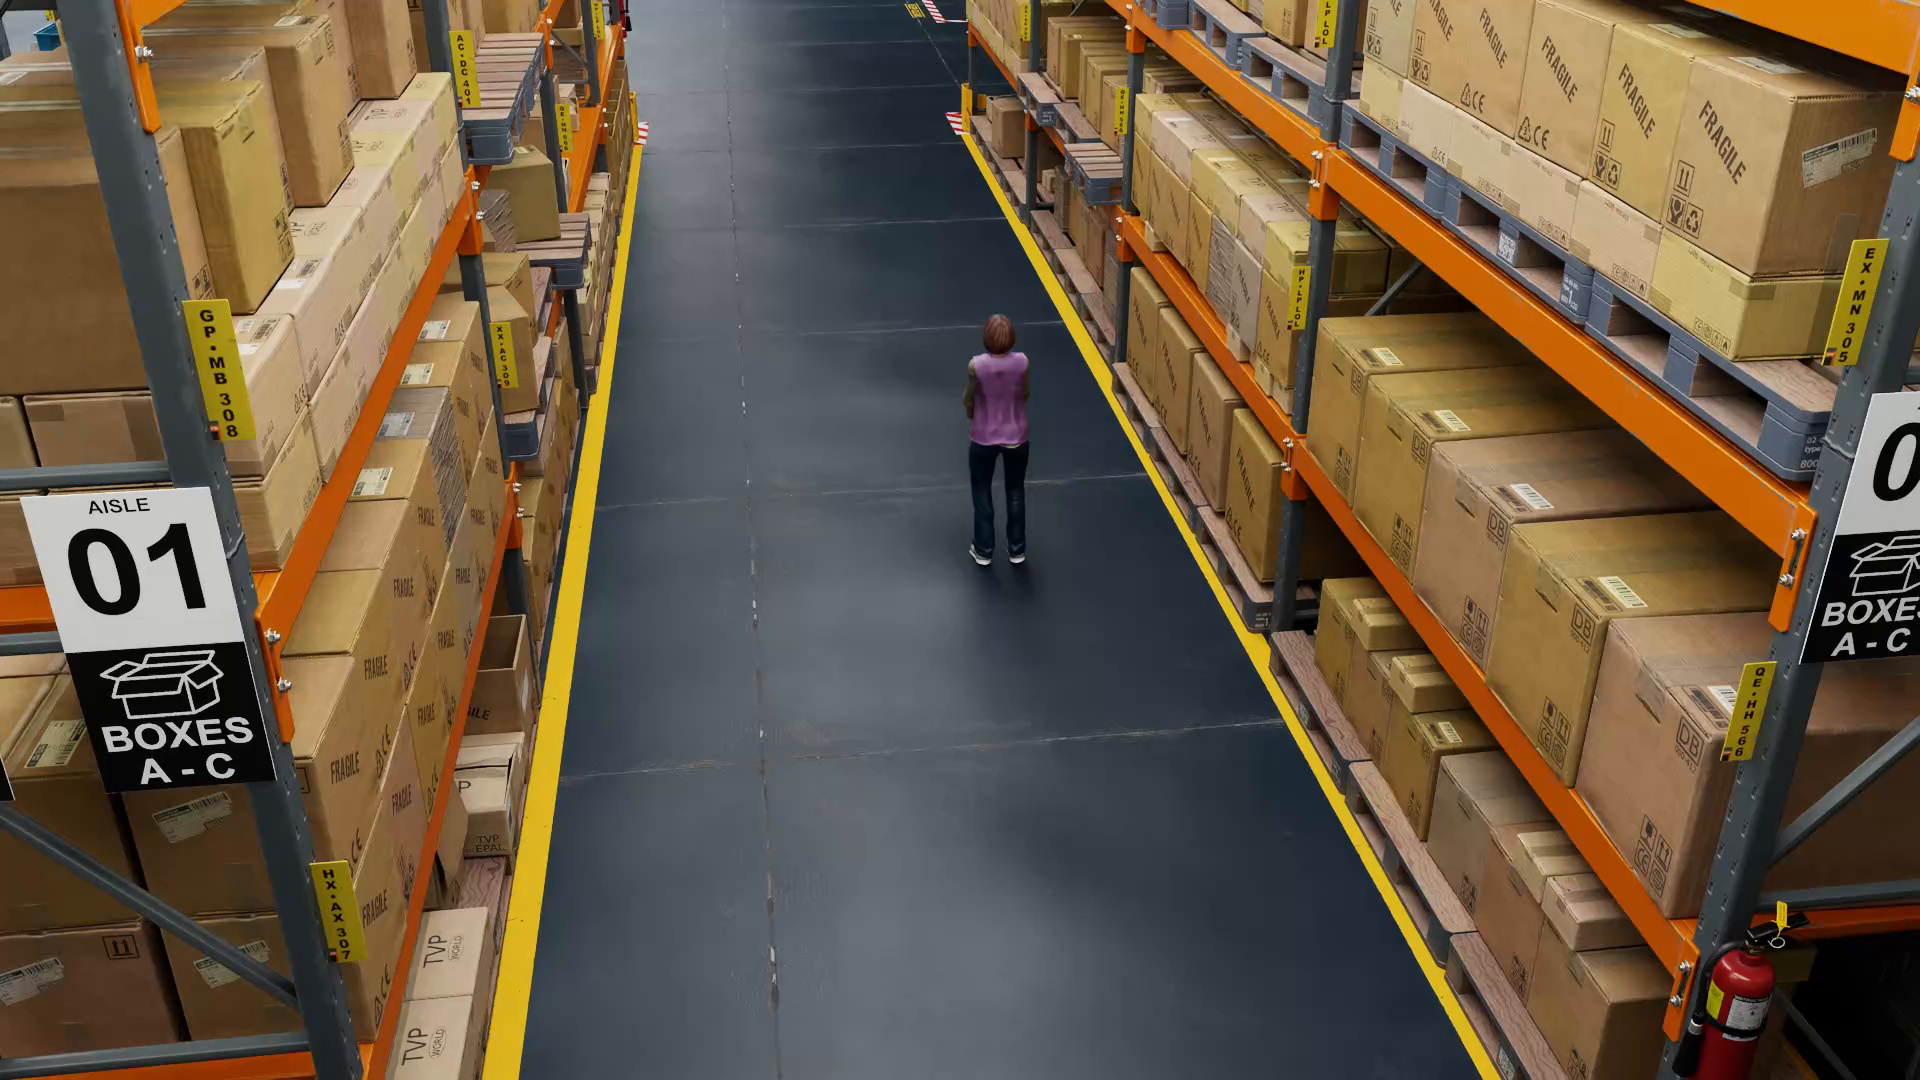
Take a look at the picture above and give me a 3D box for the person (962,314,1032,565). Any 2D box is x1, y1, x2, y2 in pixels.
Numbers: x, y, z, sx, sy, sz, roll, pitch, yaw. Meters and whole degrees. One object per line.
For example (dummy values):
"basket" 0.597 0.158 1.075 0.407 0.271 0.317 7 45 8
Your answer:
"person" 0.214 -0.625 9.834 0.408 1.589 0.493 -4 28 -7
